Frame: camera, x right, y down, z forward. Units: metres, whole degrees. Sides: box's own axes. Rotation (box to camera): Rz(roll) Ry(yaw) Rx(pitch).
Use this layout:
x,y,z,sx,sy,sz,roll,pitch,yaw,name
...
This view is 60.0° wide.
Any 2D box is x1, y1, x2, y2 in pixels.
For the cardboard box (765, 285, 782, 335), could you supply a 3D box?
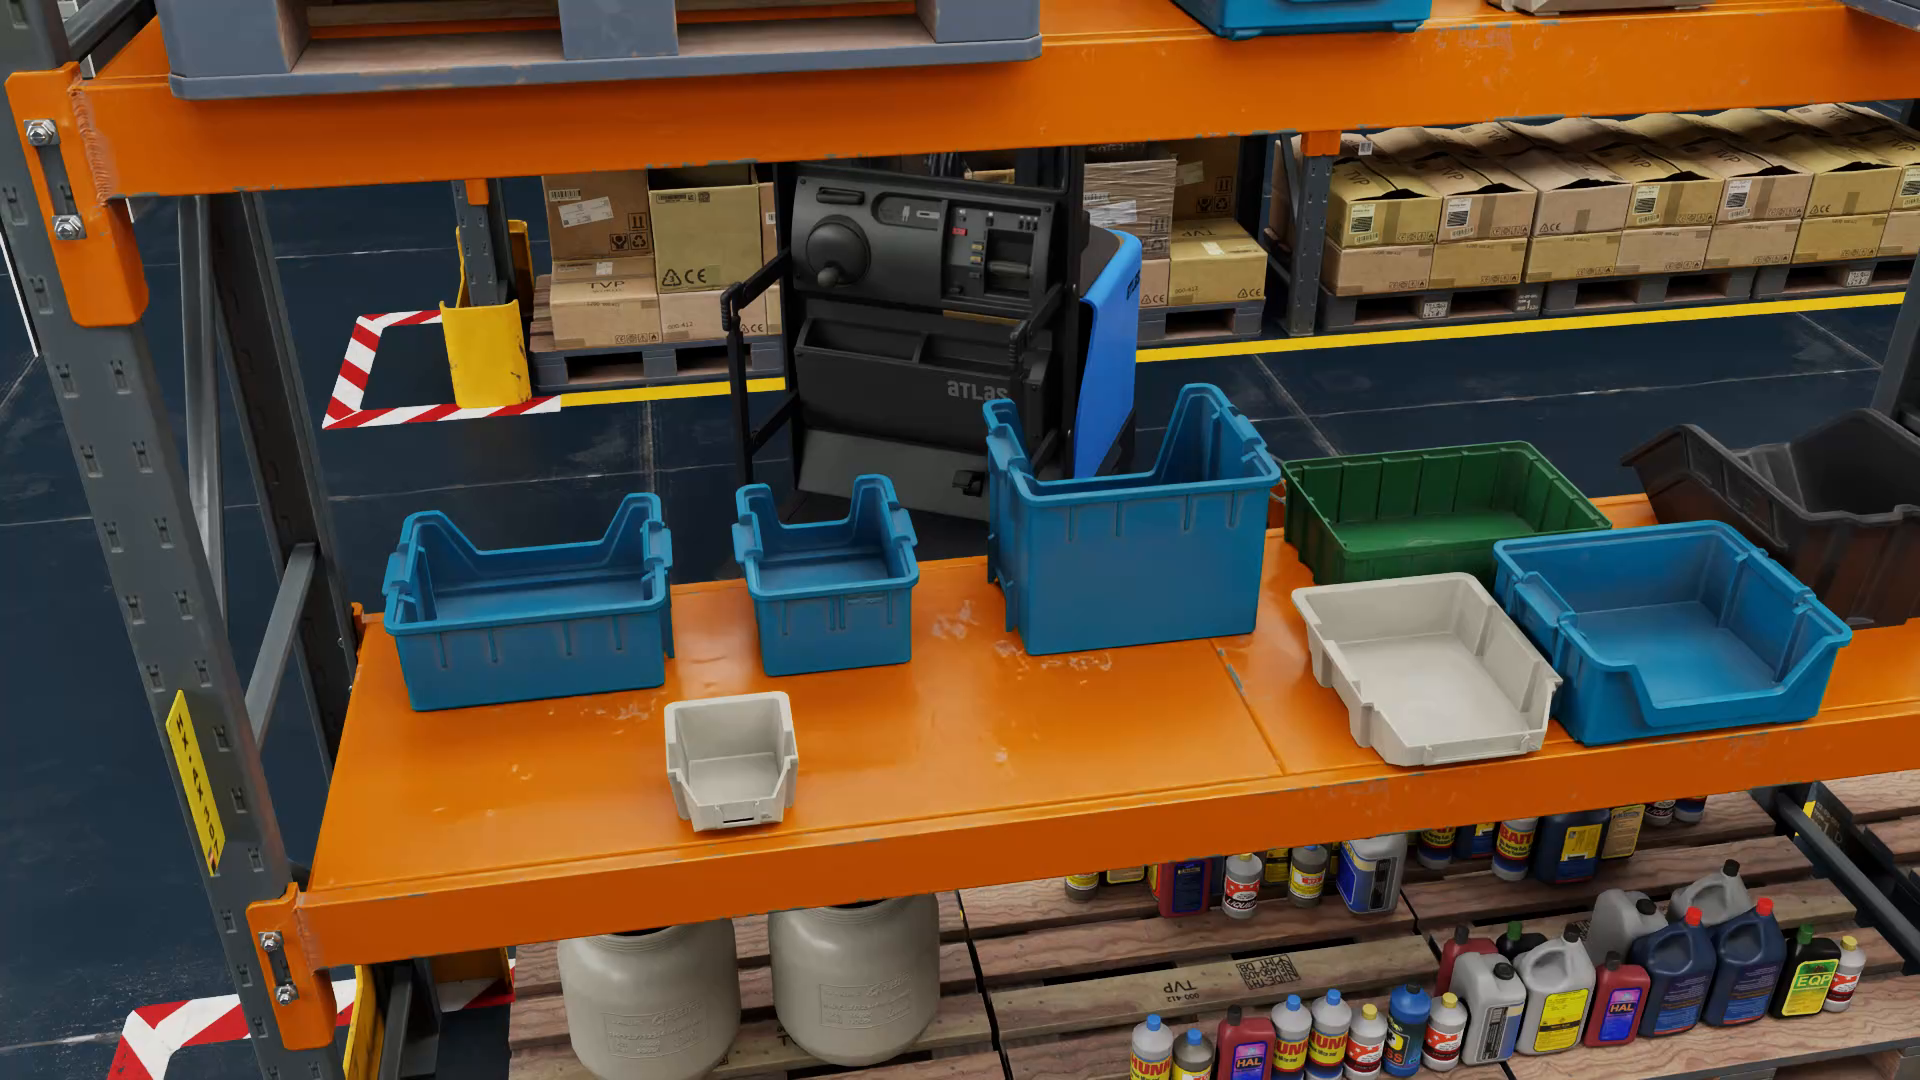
x,y,z,sx,sy,sz,roll,pitch,yaw,name
-0.724,-1.239,8.195,0.500,0.250,0.500,-5,31,-9,cardboard box

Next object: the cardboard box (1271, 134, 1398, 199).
x,y,z,sx,sy,sz,roll,pitch,yaw,name
2.006,-1.994,8.928,0.500,0.311,0.500,-5,31,-9,cardboard box

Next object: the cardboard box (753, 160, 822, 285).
x,y,z,sx,sy,sz,roll,pitch,yaw,name
-0.727,-1.568,8.015,0.500,0.500,0.500,-5,31,-9,cardboard box

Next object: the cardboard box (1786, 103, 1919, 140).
x,y,z,sx,sy,sz,roll,pitch,yaw,name
5.026,-2.278,9.410,0.500,0.311,0.500,-4,31,-7,cardboard box

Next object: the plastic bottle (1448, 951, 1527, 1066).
x,y,z,sx,sy,sz,roll,pitch,yaw,name
1.299,1.140,4.105,0.135,0.276,0.152,-5,31,-8,plastic bottle

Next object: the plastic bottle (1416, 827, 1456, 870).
x,y,z,sx,sy,sz,roll,pitch,yaw,name
1.356,0.796,4.695,0.097,0.271,0.097,0,30,0,plastic bottle

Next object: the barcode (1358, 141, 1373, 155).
x,y,z,sx,sy,sz,roll,pitch,yaw,name
1.985,-1.919,8.139,0.075,0.075,0.001,-5,31,-9,barcode

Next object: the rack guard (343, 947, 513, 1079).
x,y,z,sx,sy,sz,roll,pitch,yaw,name
-1.320,1.305,4.037,0.348,0.500,1.175,-5,31,-9,rack guard

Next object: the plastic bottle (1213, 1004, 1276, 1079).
x,y,z,sx,sy,sz,roll,pitch,yaw,name
0.679,1.218,3.966,0.133,0.283,0.061,-5,31,-8,plastic bottle

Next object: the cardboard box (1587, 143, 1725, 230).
x,y,z,sx,sy,sz,roll,pitch,yaw,name
3.623,-1.869,8.714,0.500,0.311,0.500,-4,31,-8,cardboard box

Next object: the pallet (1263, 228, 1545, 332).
x,y,z,sx,sy,sz,roll,pitch,yaw,name
2.377,-1.462,9.028,1.213,0.211,1.003,-5,31,-9,pallet

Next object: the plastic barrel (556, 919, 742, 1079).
x,y,z,sx,sy,sz,roll,pitch,yaw,name
-0.753,1.051,4.043,0.421,0.512,0.421,0,30,0,plastic barrel

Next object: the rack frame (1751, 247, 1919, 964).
x,y,z,sx,sy,sz,roll,pitch,yaw,name
2.548,-0.107,3.973,0.127,3.000,1.000,-5,31,-9,rack frame

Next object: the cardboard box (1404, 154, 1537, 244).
x,y,z,sx,sy,sz,roll,pitch,yaw,name
2.604,-1.771,8.548,0.500,0.311,0.500,-6,31,-10,cardboard box

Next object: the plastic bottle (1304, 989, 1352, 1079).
x,y,z,sx,sy,sz,roll,pitch,yaw,name
0.889,1.194,4.018,0.097,0.271,0.097,0,30,0,plastic bottle

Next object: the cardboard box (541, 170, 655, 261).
x,y,z,sx,sy,sz,roll,pitch,yaw,name
-1.801,-1.728,8.288,0.500,0.500,0.500,-5,31,-9,cardboard box

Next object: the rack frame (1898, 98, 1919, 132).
x,y,z,sx,sy,sz,roll,pitch,yaw,name
5.594,-2.942,8.794,0.127,3.000,1.000,-5,31,-9,rack frame

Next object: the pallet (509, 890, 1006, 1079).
x,y,z,sx,sy,sz,roll,pitch,yaw,name
-0.520,1.358,4.232,1.213,0.211,1.003,-5,31,-9,pallet

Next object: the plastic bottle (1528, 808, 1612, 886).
x,y,z,sx,sy,sz,roll,pitch,yaw,name
1.705,0.784,4.637,0.185,0.351,0.144,-5,31,-9,plastic bottle

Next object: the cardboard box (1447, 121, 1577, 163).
x,y,z,sx,sy,sz,roll,pitch,yaw,name
3.008,-2.089,9.089,0.500,0.311,0.500,-5,31,-9,cardboard box

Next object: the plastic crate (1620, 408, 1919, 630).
x,y,z,sx,sy,sz,roll,pitch,yaw,name
2.010,-0.096,4.015,0.504,0.338,0.767,-5,31,-9,plastic crate

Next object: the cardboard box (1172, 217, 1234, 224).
x,y,z,sx,sy,sz,roll,pitch,yaw,name
1.149,-1.682,8.949,0.500,0.250,0.500,-5,31,-9,cardboard box

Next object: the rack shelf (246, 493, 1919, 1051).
x,y,z,sx,sy,sz,roll,pitch,yaw,name
0.581,0.386,3.845,4.000,0.370,1.077,-5,31,-9,rack shelf

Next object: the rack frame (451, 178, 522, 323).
x,y,z,sx,sy,sz,roll,pitch,yaw,name
-2.275,-2.212,7.552,0.127,3.000,1.000,-5,31,-9,rack frame

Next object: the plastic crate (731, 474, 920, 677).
x,y,z,sx,sy,sz,roll,pitch,yaw,name
-0.308,0.071,3.817,0.408,0.251,0.499,-5,31,-9,plastic crate

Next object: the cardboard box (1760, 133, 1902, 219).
x,y,z,sx,sy,sz,roll,pitch,yaw,name
4.613,-1.958,8.866,0.500,0.311,0.500,-6,31,-10,cardboard box

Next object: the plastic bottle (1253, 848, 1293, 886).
x,y,z,sx,sy,sz,roll,pitch,yaw,name
0.893,0.785,4.635,0.185,0.351,0.144,-4,31,-7,plastic bottle

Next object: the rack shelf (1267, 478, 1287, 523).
x,y,z,sx,sy,sz,roll,pitch,yaw,name
1.291,-0.178,6.856,0.258,0.180,0.103,-18,35,-27,rack shelf

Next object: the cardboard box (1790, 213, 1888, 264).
x,y,z,sx,sy,sz,roll,pitch,yaw,name
4.614,-1.719,9.013,0.500,0.250,0.500,-6,31,-10,cardboard box

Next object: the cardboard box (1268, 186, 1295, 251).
x,y,z,sx,sy,sz,roll,pitch,yaw,name
2.015,-1.755,9.074,0.500,0.250,0.500,-6,31,-9,cardboard box

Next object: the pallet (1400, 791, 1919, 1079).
x,y,z,sx,sy,sz,roll,pitch,yaw,name
1.880,1.136,4.611,1.213,0.211,1.003,-5,31,-9,pallet

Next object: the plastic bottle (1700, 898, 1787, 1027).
x,y,z,sx,sy,sz,roll,pitch,yaw,name
1.966,1.048,4.188,0.185,0.351,0.144,-6,31,-10,plastic bottle

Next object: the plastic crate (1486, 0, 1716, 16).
x,y,z,sx,sy,sz,roll,pitch,yaw,name
1.042,-0.938,2.687,0.396,0.136,0.243,-5,31,-9,plastic crate

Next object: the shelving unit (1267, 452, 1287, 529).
x,y,z,sx,sy,sz,roll,pitch,yaw,name
1.441,-0.054,6.649,0.258,0.189,1.200,-18,35,-27,shelving unit

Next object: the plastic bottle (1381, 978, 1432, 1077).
x,y,z,sx,sy,sz,roll,pitch,yaw,name
1.088,1.176,4.049,0.097,0.271,0.097,0,30,0,plastic bottle

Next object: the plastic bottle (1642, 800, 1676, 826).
x,y,z,sx,sy,sz,roll,pitch,yaw,name
2.056,0.729,4.877,0.097,0.201,0.097,0,30,0,plastic bottle

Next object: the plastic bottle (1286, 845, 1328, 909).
x,y,z,sx,sy,sz,roll,pitch,yaw,name
0.957,0.906,4.577,0.097,0.201,0.097,0,30,0,plastic bottle

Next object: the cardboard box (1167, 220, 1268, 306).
x,y,z,sx,sy,sz,roll,pitch,yaw,name
1.243,-1.421,8.507,0.500,0.250,0.500,-5,31,-9,cardboard box

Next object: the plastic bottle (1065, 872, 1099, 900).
x,y,z,sx,sy,sz,roll,pitch,yaw,name
0.341,0.889,4.606,0.097,0.201,0.097,0,30,0,plastic bottle

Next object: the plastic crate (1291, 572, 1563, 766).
x,y,z,sx,sy,sz,roll,pitch,yaw,name
0.996,0.281,3.573,0.437,0.136,0.530,-5,31,-9,plastic crate

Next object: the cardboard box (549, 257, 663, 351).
x,y,z,sx,sy,sz,roll,pitch,yaw,name
-1.708,-1.146,8.037,0.500,0.250,0.500,-5,31,-9,cardboard box

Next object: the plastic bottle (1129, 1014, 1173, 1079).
x,y,z,sx,sy,sz,roll,pitch,yaw,name
0.453,1.234,3.949,0.097,0.271,0.097,0,30,0,plastic bottle

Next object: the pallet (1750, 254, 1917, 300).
x,y,z,sx,sy,sz,roll,pitch,yaw,name
4.777,-1.684,9.406,1.213,0.211,1.003,-5,31,-9,pallet

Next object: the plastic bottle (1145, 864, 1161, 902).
x,y,z,sx,sy,sz,roll,pitch,yaw,name
0.594,0.847,4.603,0.135,0.276,0.152,-5,31,-9,plastic bottle

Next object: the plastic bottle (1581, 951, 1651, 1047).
x,y,z,sx,sy,sz,roll,pitch,yaw,name
1.625,1.130,4.115,0.133,0.283,0.061,-3,31,-6,plastic bottle

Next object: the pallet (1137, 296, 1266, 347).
x,y,z,sx,sy,sz,roll,pitch,yaw,name
0.870,-1.323,8.792,1.213,0.211,1.003,-5,31,-9,pallet

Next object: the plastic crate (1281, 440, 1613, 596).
x,y,z,sx,sy,sz,roll,pitch,yaw,name
1.162,-0.032,4.055,0.662,0.188,0.450,-5,31,-9,plastic crate

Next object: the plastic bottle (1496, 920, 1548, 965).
x,y,z,sx,sy,sz,roll,pitch,yaw,name
1.416,1.075,4.208,0.133,0.283,0.061,-5,31,-9,plastic bottle

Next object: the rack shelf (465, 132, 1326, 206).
x,y,z,sx,sy,sz,roll,pitch,yaw,name
-0.308,-2.084,8.045,4.000,0.370,1.077,-5,31,-9,rack shelf

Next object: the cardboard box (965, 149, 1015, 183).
x,y,z,sx,sy,sz,roll,pitch,yaw,name
0.258,-1.657,8.168,0.500,0.500,0.500,-5,31,-9,cardboard box

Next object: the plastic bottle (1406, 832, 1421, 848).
x,y,z,sx,sy,sz,roll,pitch,yaw,name
1.324,0.753,4.757,0.133,0.283,0.061,-4,31,-7,plastic bottle

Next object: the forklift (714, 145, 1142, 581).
x,y,z,sx,sy,sz,roll,pitch,yaw,name
-0.201,-0.964,5.498,1.130,2.935,3.031,10,32,16,forklift

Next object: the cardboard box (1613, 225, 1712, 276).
x,y,z,sx,sy,sz,roll,pitch,yaw,name
3.613,-1.627,8.856,0.500,0.250,0.500,-5,31,-8,cardboard box

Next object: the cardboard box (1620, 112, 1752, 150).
x,y,z,sx,sy,sz,roll,pitch,yaw,name
4.009,-2.181,9.244,0.500,0.311,0.500,-6,31,-10,cardboard box

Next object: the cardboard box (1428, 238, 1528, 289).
x,y,z,sx,sy,sz,roll,pitch,yaw,name
2.604,-1.532,8.695,0.500,0.250,0.500,-5,31,-8,cardboard box

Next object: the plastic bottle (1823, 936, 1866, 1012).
x,y,z,sx,sy,sz,roll,pitch,yaw,name
2.247,1.098,4.250,0.097,0.201,0.097,0,30,0,plastic bottle

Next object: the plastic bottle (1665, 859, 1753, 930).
x,y,z,sx,sy,sz,roll,pitch,yaw,name
1.940,0.976,4.310,0.185,0.351,0.144,-5,31,-9,plastic bottle

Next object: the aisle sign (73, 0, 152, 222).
x,y,z,sx,sy,sz,roll,pitch,yaw,name
-1.511,-1.004,2.933,0.004,0.787,0.394,-5,31,-9,aisle sign
